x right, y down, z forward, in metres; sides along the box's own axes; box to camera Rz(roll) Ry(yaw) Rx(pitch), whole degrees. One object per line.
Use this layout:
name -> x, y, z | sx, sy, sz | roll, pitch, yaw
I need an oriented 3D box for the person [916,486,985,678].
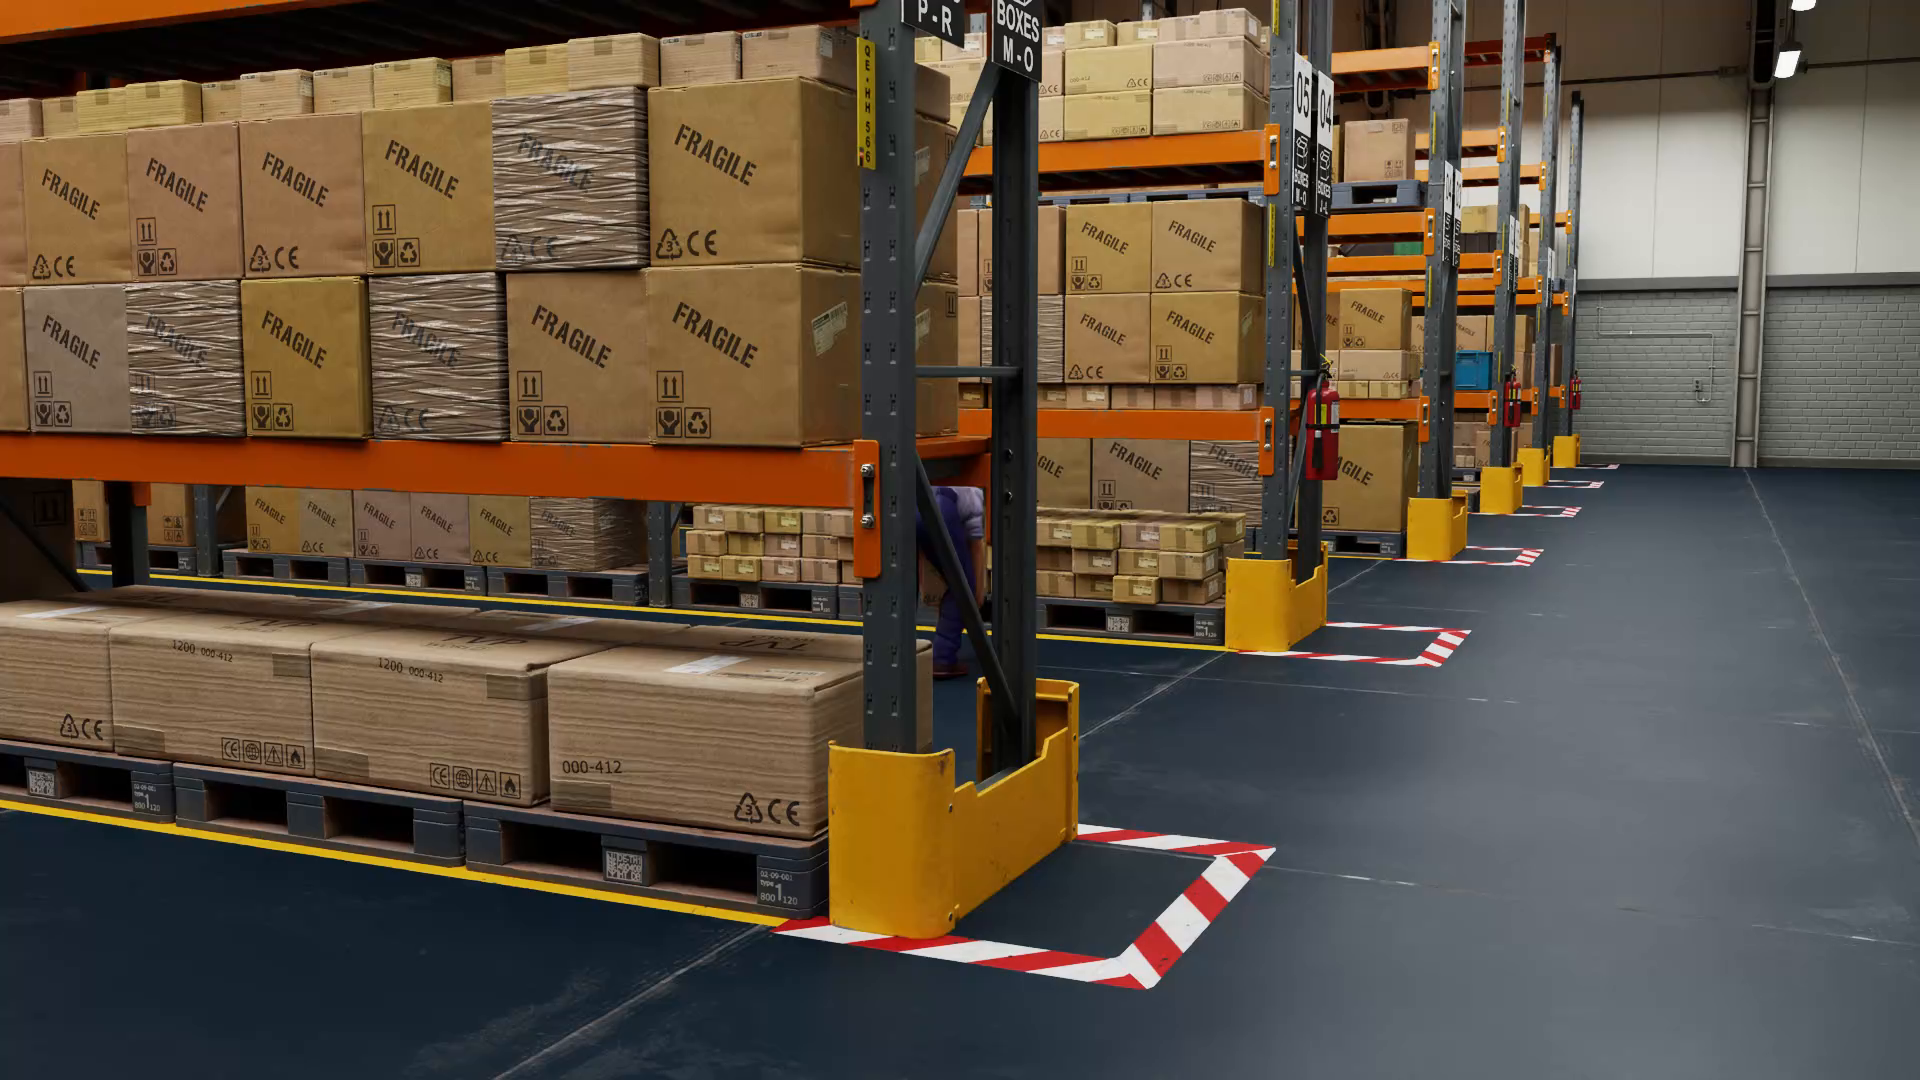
person -> -0.098, 0.129, 8.495 | 0.462, 1.073, 0.904 | 2, 6, 22
